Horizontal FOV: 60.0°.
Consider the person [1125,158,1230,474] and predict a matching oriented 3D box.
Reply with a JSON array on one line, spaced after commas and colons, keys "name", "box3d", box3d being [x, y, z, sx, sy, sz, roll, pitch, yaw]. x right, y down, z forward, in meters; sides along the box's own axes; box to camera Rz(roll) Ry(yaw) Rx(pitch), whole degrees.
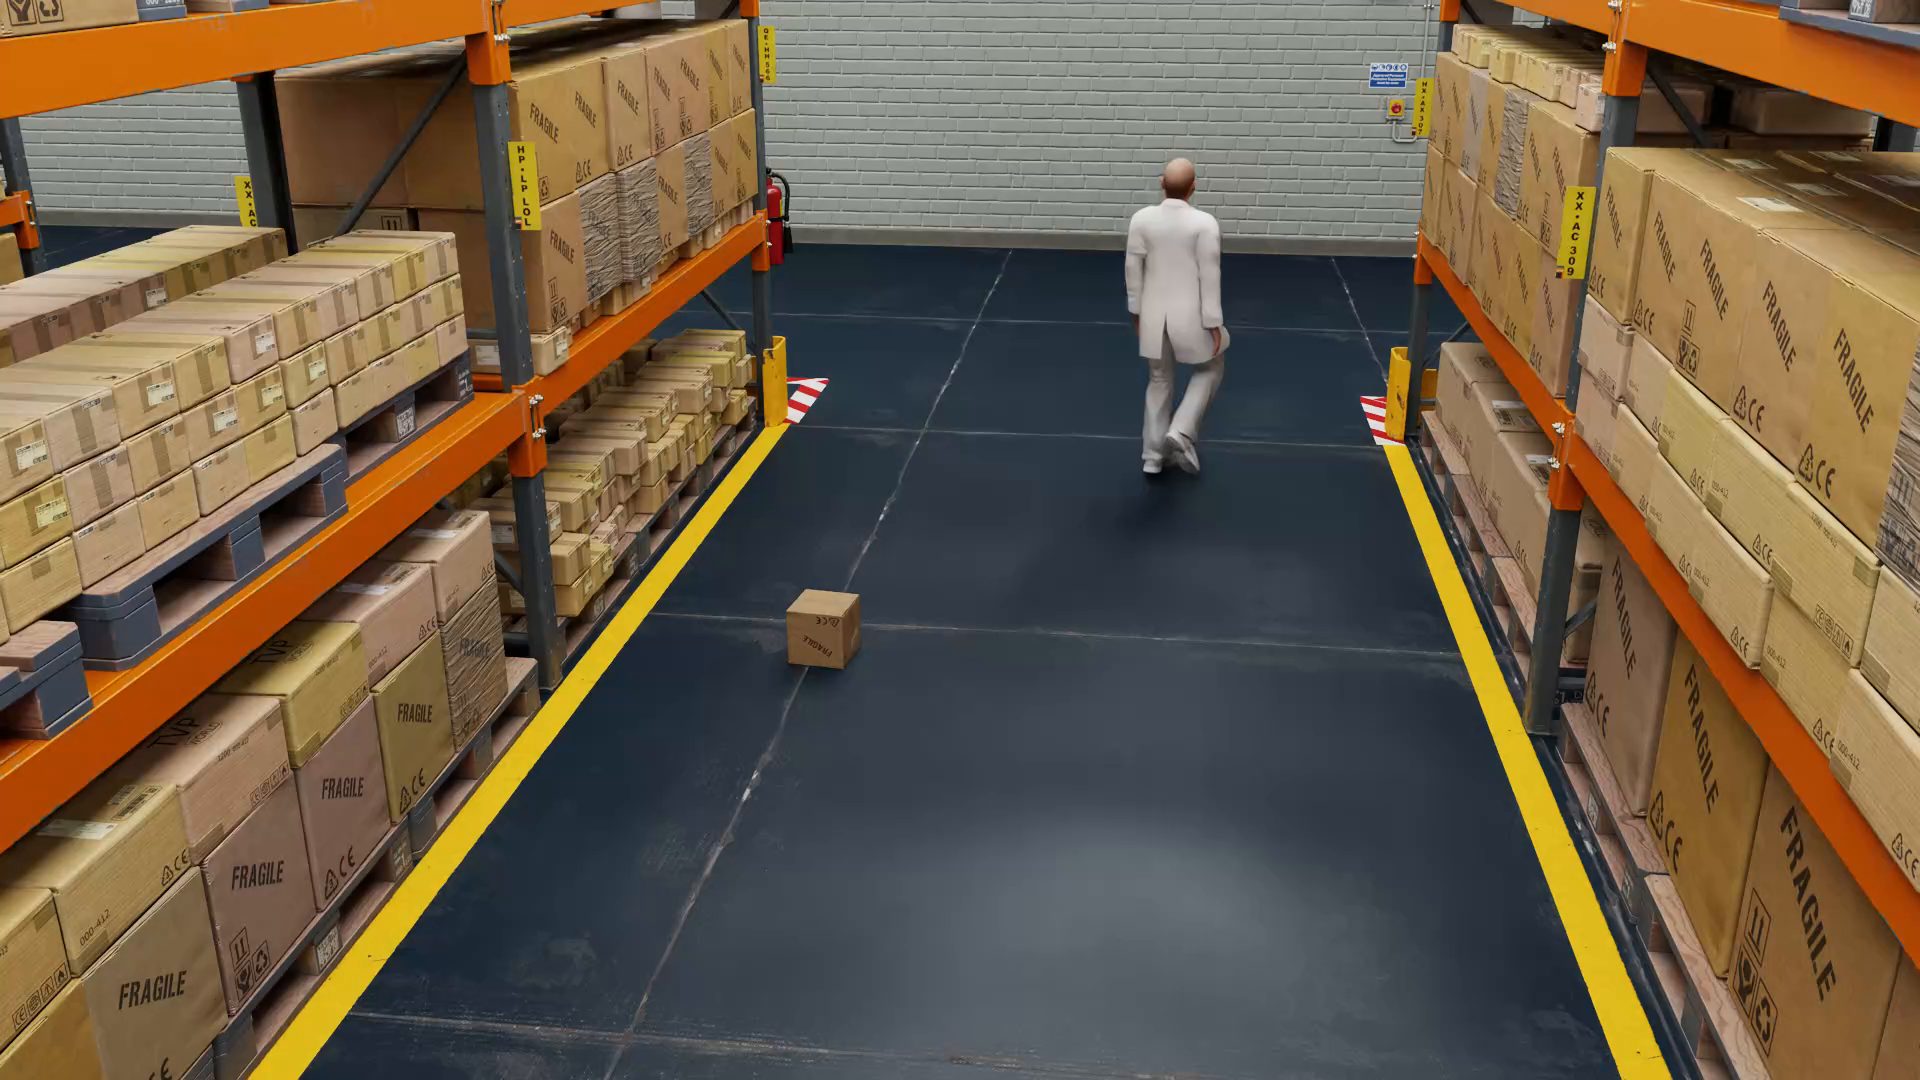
[{"name": "person", "box3d": [1.231, -1.246, 9.332, 0.610, 1.796, 0.480, 11, 23, 27]}]
